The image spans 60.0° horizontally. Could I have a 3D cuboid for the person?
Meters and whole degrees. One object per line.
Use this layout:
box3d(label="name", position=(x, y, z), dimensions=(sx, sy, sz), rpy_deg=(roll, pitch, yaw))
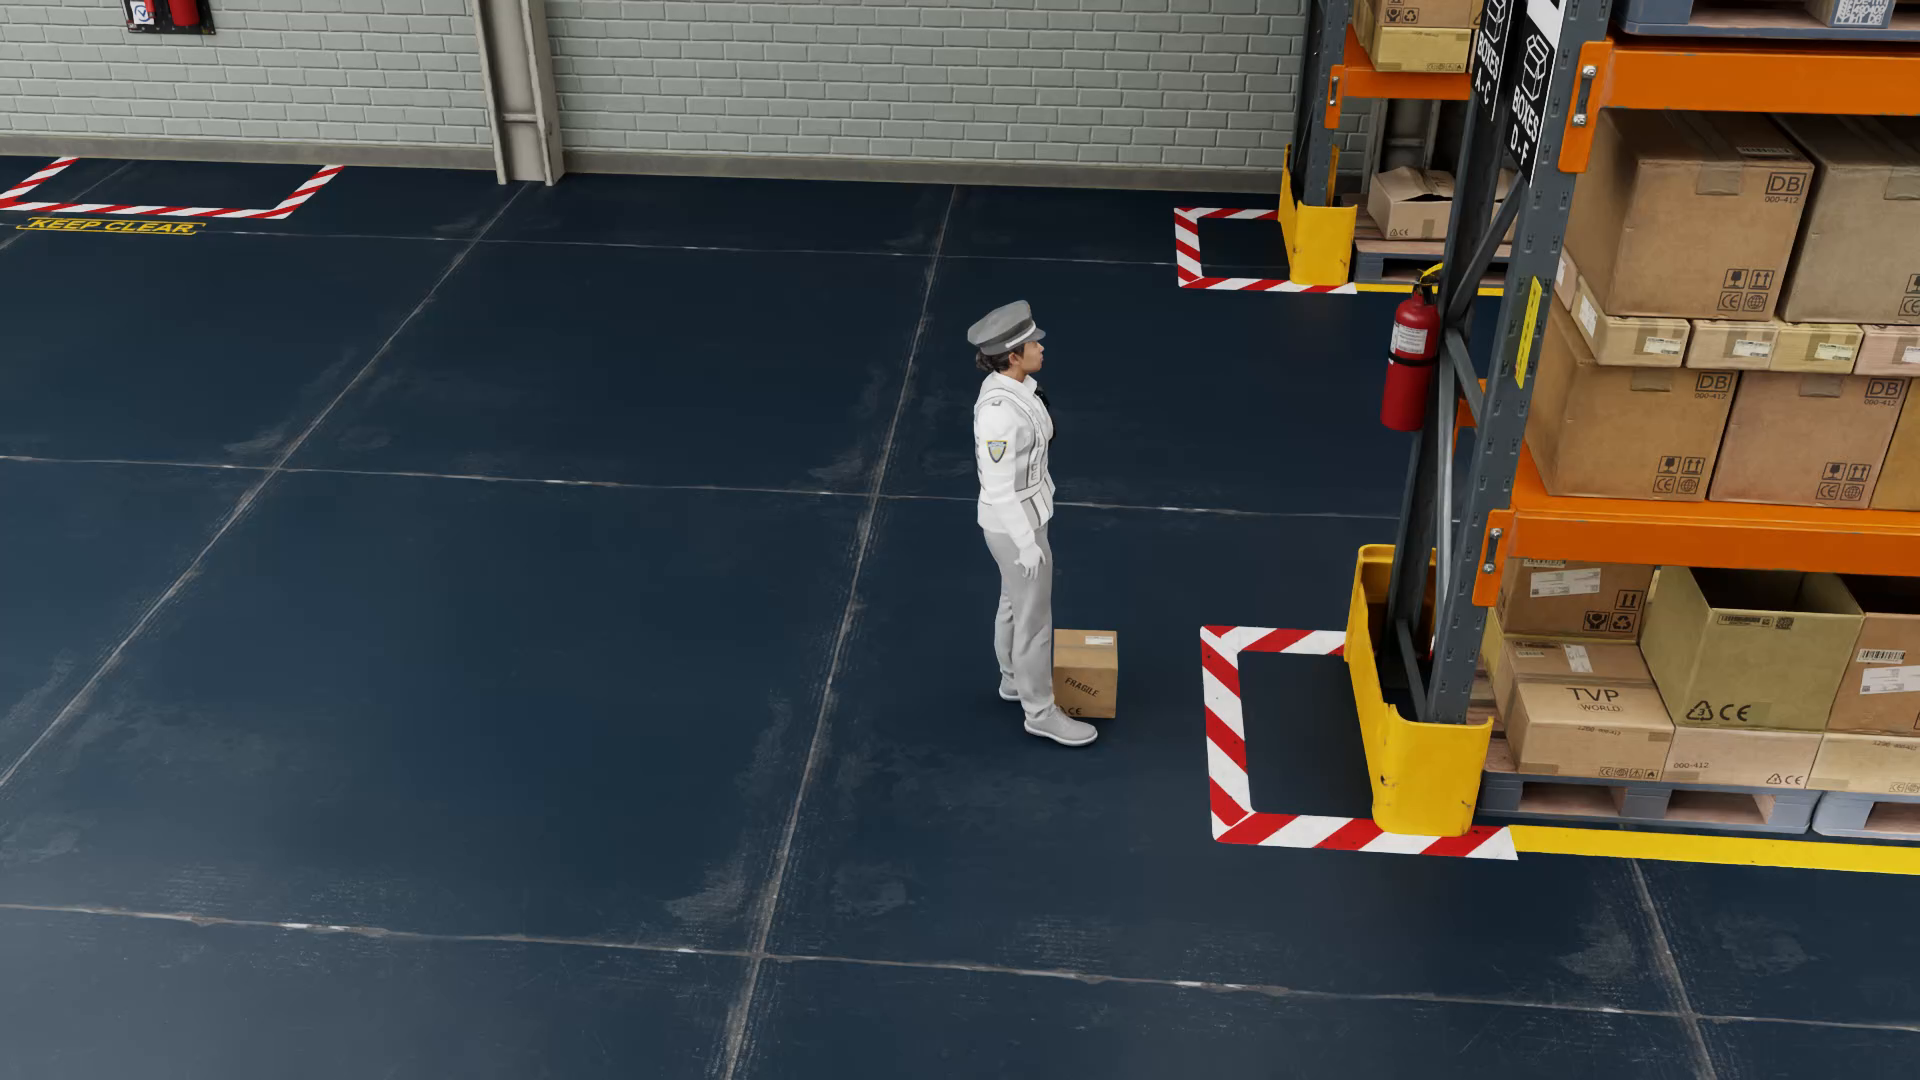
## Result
box3d(label="person", position=(0.287, -0.081, 6.217), dimensions=(0.531, 1.696, 0.588), rpy_deg=(3, 32, 4))
